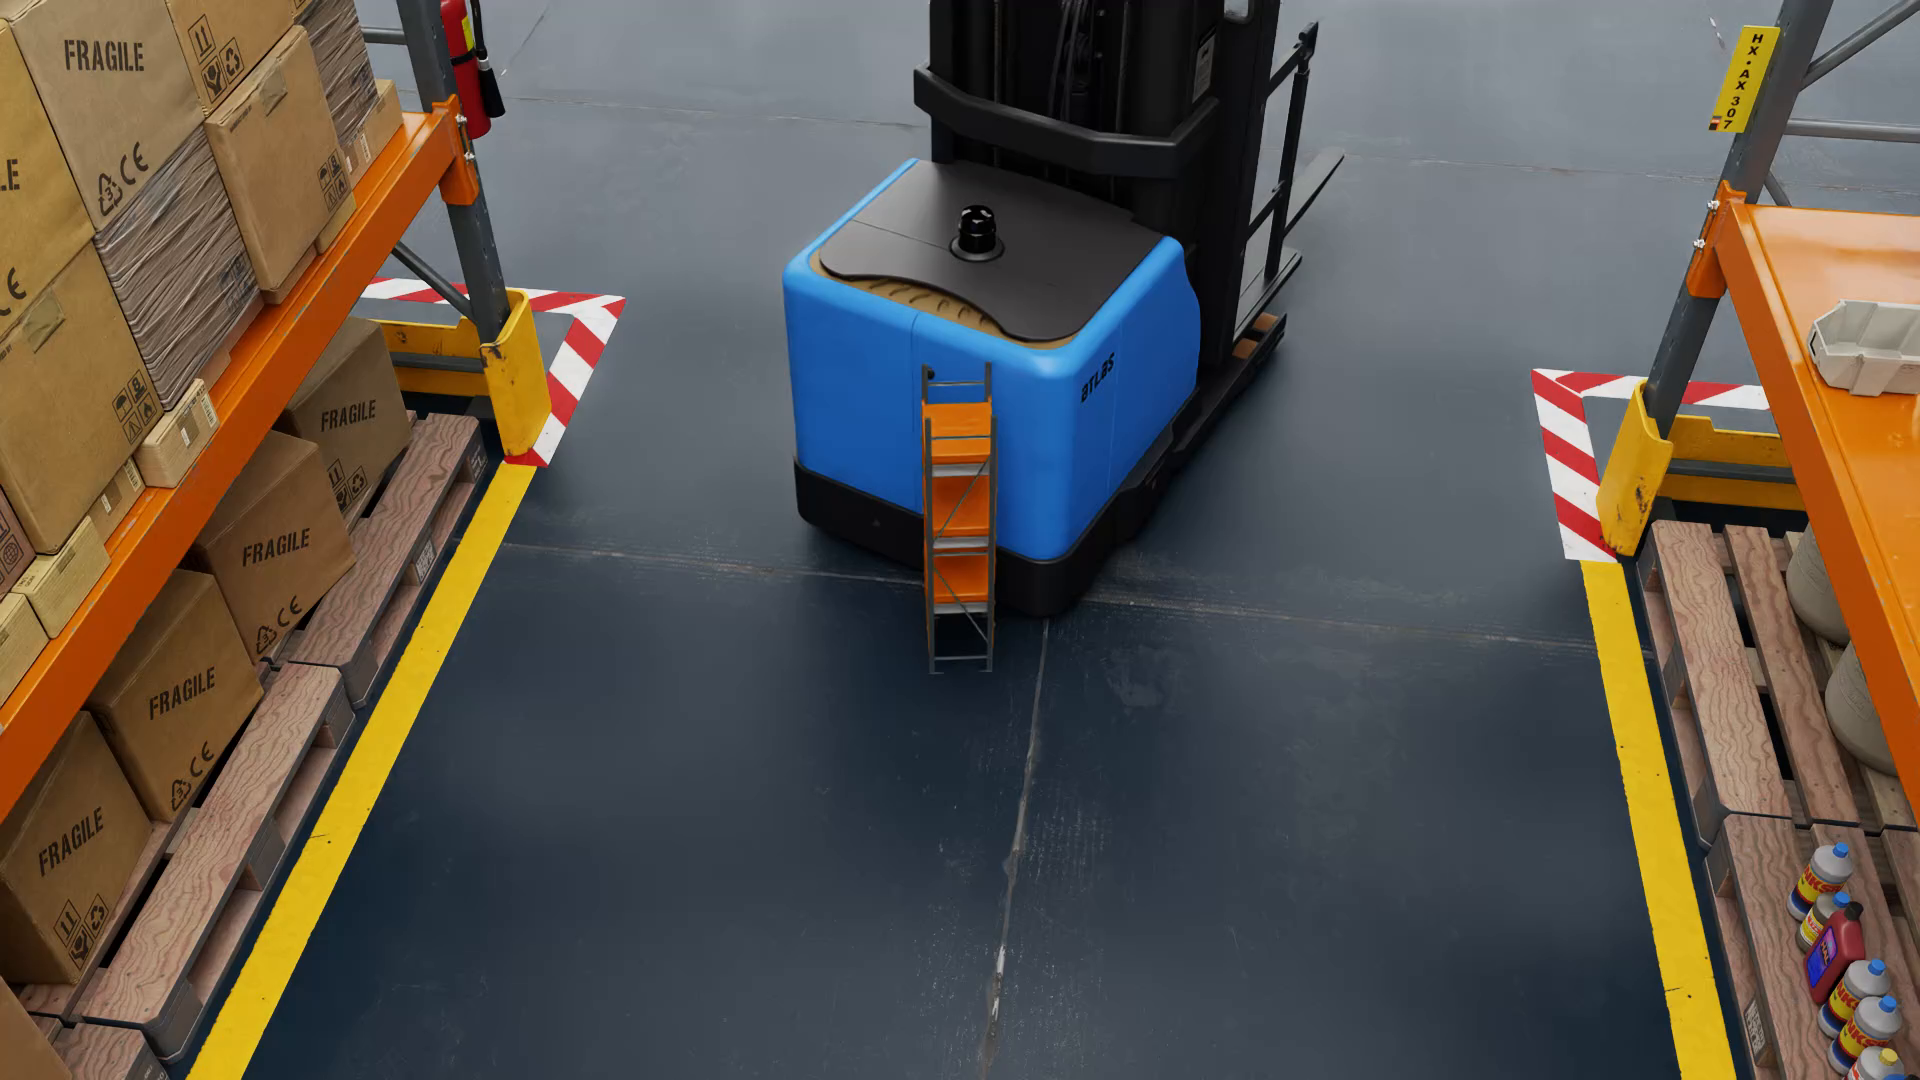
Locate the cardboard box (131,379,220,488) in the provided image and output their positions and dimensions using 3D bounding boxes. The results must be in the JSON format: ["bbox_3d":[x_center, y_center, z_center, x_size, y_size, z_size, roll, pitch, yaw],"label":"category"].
[{"bbox_3d":[-2.052,-0.275,4.042,0.380,0.149,0.250,5,44,6],"label":"cardboard box"}]

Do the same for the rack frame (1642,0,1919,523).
[{"bbox_3d":[2.785,-1.161,4.795,1.000,3.000,0.127,5,44,6],"label":"rack frame"}]

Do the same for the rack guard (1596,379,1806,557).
[{"bbox_3d":[2.822,-0.197,5.595,1.175,0.500,0.348,5,44,6],"label":"rack guard"}]

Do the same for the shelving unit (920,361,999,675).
[{"bbox_3d":[-0.004,-0.041,5.029,0.215,1.050,0.252,-2,43,-2],"label":"shelving unit"}]

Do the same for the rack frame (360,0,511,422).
[{"bbox_3d":[-2.124,-1.611,5.270,1.000,3.000,0.127,5,44,6],"label":"rack frame"}]

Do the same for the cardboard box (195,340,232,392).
[{"bbox_3d":[-2.106,-0.454,4.230,0.380,0.149,0.250,5,44,6],"label":"cardboard box"}]

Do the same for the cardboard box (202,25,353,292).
[{"bbox_3d":[-2.171,-1.032,4.369,0.875,0.500,0.500,5,44,6],"label":"cardboard box"}]

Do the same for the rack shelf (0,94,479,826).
[{"bbox_3d":[-2.389,0.013,4.078,1.077,0.370,4.000,5,44,6],"label":"rack shelf"}]

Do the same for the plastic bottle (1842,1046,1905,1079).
[{"bbox_3d":[2.165,1.272,3.940,0.097,0.201,0.097,0,43,0],"label":"plastic bottle"}]

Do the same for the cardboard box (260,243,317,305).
[{"bbox_3d":[-2.021,-0.793,4.588,0.380,0.149,0.250,5,44,6],"label":"cardboard box"}]

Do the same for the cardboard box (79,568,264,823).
[{"bbox_3d":[-2.370,0.403,4.655,0.500,0.500,0.500,9,44,9],"label":"cardboard box"}]

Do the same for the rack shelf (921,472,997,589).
[{"bbox_3d":[-0.004,-0.033,5.037,0.215,0.259,0.240,-2,43,-2],"label":"rack shelf"}]

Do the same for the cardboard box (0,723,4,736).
[{"bbox_3d":[-2.178,0.407,3.321,0.380,0.149,0.250,5,44,6],"label":"cardboard box"}]

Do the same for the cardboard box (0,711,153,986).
[{"bbox_3d":[-2.488,0.780,4.258,0.500,0.500,0.500,2,43,2],"label":"cardboard box"}]

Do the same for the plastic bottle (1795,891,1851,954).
[{"bbox_3d":[2.223,0.973,4.256,0.097,0.201,0.097,0,43,0],"label":"plastic bottle"}]

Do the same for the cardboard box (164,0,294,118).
[{"bbox_3d":[-2.013,-1.380,4.010,0.500,0.500,0.500,5,44,6],"label":"cardboard box"}]

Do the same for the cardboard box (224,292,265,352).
[{"bbox_3d":[-2.096,-0.626,4.412,0.380,0.149,0.250,5,44,6],"label":"cardboard box"}]

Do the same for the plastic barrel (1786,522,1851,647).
[{"bbox_3d":[2.774,0.045,5.025,0.421,0.512,0.421,0,43,0],"label":"plastic barrel"}]

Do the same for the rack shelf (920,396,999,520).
[{"bbox_3d":[-0.004,-0.239,4.841,0.215,0.259,0.240,-2,43,-2],"label":"rack shelf"}]

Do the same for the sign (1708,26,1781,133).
[{"bbox_3d":[2.240,-1.315,4.755,0.100,0.325,0.005,5,44,6],"label":"sign"}]

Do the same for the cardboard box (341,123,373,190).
[{"bbox_3d":[-1.991,-1.137,4.952,0.380,0.149,0.250,5,44,6],"label":"cardboard box"}]

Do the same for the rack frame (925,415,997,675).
[{"bbox_3d":[0.003,0.043,4.941,0.200,1.050,0.008,-2,43,-2],"label":"rack frame"}]

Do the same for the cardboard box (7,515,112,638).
[{"bbox_3d":[-2.142,0.063,3.684,0.380,0.149,0.250,5,44,6],"label":"cardboard box"}]

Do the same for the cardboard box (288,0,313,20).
[{"bbox_3d":[-1.952,-1.721,4.370,0.500,0.500,0.500,5,44,6],"label":"cardboard box"}]

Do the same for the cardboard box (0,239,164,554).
[{"bbox_3d":[-2.358,-0.355,3.654,0.875,0.500,0.500,5,44,6],"label":"cardboard box"}]

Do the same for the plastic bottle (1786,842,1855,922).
[{"bbox_3d":[2.237,0.877,4.306,0.097,0.271,0.097,0,43,0],"label":"plastic bottle"}]

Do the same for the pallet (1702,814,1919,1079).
[{"bbox_3d":[2.545,1.290,4.234,1.003,0.211,1.213,5,44,6],"label":"pallet"}]

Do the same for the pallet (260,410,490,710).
[{"bbox_3d":[-2.277,0.003,5.593,1.003,0.211,1.213,5,44,6],"label":"pallet"}]

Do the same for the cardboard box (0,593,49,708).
[{"bbox_3d":[-2.186,0.233,3.505,0.380,0.149,0.250,5,44,6],"label":"cardboard box"}]

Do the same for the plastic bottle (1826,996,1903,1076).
[{"bbox_3d":[2.178,1.179,3.988,0.097,0.271,0.097,0,43,0],"label":"plastic bottle"}]

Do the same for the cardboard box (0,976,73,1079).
[{"bbox_3d":[-2.492,1.210,3.803,0.500,0.500,0.500,19,46,19],"label":"cardboard box"}]

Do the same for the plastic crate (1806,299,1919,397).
[{"bbox_3d":[2.348,-0.485,4.272,0.298,0.136,0.250,5,44,6],"label":"plastic crate"}]

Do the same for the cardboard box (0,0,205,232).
[{"bbox_3d":[-2.081,-1.040,3.650,0.500,0.500,0.500,5,44,6],"label":"cardboard box"}]

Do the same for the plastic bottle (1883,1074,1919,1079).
[{"bbox_3d":[2.151,1.317,3.842,0.097,0.271,0.097,0,43,0],"label":"plastic bottle"}]

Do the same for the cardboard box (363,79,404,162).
[{"bbox_3d":[-1.957,-1.307,5.132,0.380,0.149,0.250,5,44,6],"label":"cardboard box"}]

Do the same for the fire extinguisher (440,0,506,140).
[{"bbox_3d":[-1.652,-1.619,5.335,0.296,0.674,0.183,5,44,6],"label":"fire extinguisher"}]

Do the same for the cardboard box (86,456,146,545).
[{"bbox_3d":[-2.153,-0.111,3.869,0.380,0.149,0.250,5,44,6],"label":"cardboard box"}]

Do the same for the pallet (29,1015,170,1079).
[{"bbox_3d":[-2.599,1.666,3.837,1.003,0.211,1.213,5,44,6],"label":"pallet"}]

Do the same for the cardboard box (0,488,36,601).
[{"bbox_3d":[-2.465,-0.018,3.298,0.875,0.500,0.500,5,44,6],"label":"cardboard box"}]

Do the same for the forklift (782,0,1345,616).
[{"bbox_3d":[0.616,-1.818,5.539,1.130,2.935,3.031,22,48,22],"label":"forklift"}]

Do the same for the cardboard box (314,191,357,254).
[{"bbox_3d":[-1.973,-0.962,4.767,0.380,0.149,0.250,5,44,6],"label":"cardboard box"}]

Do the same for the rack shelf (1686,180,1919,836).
[{"bbox_3d":[2.521,0.463,3.602,1.077,0.370,4.000,5,44,6],"label":"rack shelf"}]

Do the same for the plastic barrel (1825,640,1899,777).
[{"bbox_3d":[2.708,0.387,4.664,0.421,0.512,0.421,0,43,0],"label":"plastic barrel"}]

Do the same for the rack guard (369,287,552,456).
[{"bbox_3d":[-2.134,-0.652,6.075,1.175,0.500,0.348,5,44,6],"label":"rack guard"}]

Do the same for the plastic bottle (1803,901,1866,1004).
[{"bbox_3d":[2.189,1.025,4.141,0.061,0.283,0.133,6,44,6],"label":"plastic bottle"}]

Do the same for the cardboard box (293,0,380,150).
[{"bbox_3d":[-2.224,-1.383,4.740,0.875,0.500,0.500,5,44,6],"label":"cardboard box"}]

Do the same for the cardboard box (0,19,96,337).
[{"bbox_3d":[-2.155,-0.700,3.291,0.500,0.500,0.500,5,44,6],"label":"cardboard box"}]

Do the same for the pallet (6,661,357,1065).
[{"bbox_3d":[-2.441,0.833,4.717,1.003,0.211,1.213,5,44,6],"label":"pallet"}]

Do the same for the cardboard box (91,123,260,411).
[{"bbox_3d":[-2.280,-0.695,4.013,0.875,0.500,0.500,5,44,6],"label":"cardboard box"}]

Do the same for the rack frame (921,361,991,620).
[{"bbox_3d":[-0.010,-0.124,5.118,0.200,1.050,0.008,-2,43,-2],"label":"rack frame"}]

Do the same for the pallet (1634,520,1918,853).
[{"bbox_3d":[2.709,0.461,5.110,1.003,0.211,1.213,5,44,6],"label":"pallet"}]

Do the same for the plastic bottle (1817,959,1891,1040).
[{"bbox_3d":[2.191,1.111,4.060,0.097,0.271,0.097,0,43,0],"label":"plastic bottle"}]

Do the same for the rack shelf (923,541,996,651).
[{"bbox_3d":[-0.004,0.169,5.228,0.215,0.259,0.240,-2,43,-2],"label":"rack shelf"}]

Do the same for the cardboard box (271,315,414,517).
[{"bbox_3d":[-2.223,-0.432,5.537,0.500,0.500,0.500,13,45,13],"label":"cardboard box"}]

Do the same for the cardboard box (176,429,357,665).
[{"bbox_3d":[-2.269,-0.022,5.104,0.500,0.500,0.500,16,46,16],"label":"cardboard box"}]
